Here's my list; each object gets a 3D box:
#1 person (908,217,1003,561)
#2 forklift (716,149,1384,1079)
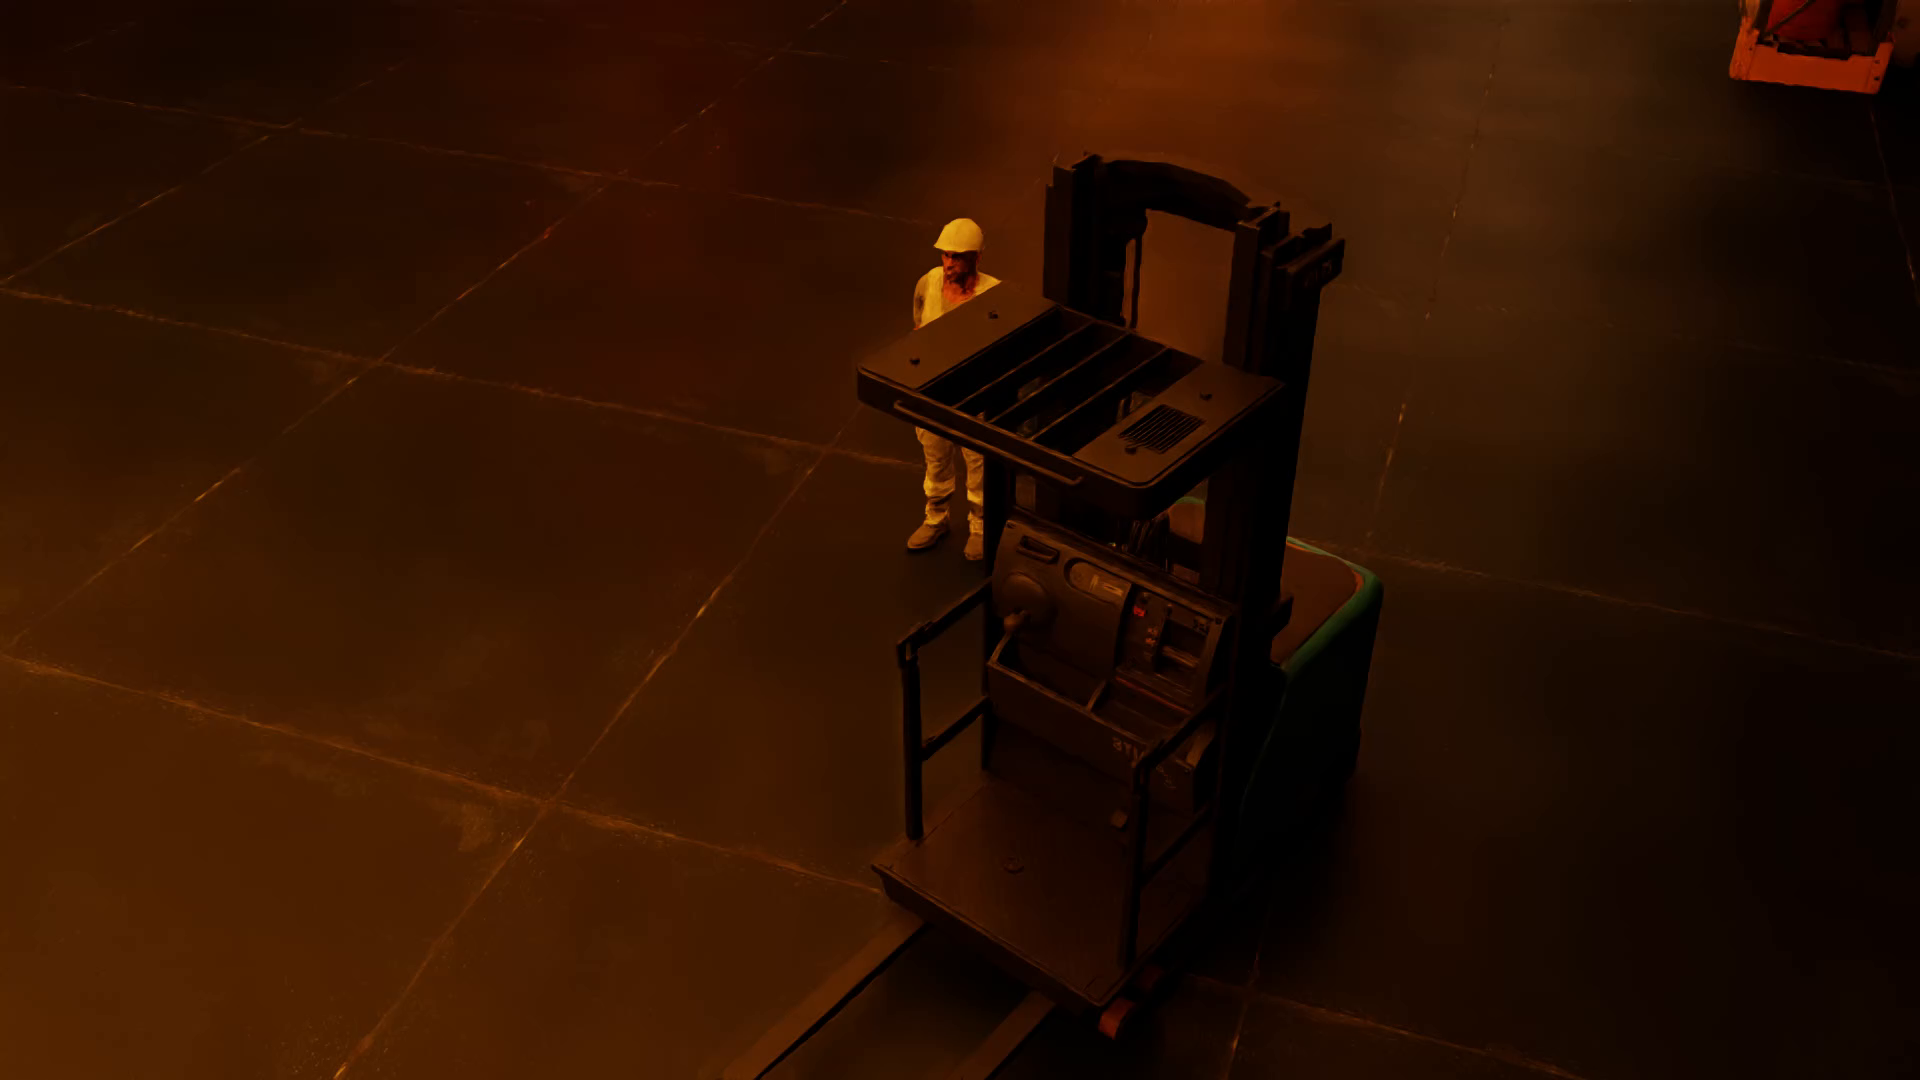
[{"bbox_3d":[-0.006,-0.719,8.110,0.540,1.795,0.349,12,37,16],"label":"person"},{"bbox_3d":[0.374,0.301,5.686,1.130,2.935,3.031,25,43,31],"label":"forklift"}]
